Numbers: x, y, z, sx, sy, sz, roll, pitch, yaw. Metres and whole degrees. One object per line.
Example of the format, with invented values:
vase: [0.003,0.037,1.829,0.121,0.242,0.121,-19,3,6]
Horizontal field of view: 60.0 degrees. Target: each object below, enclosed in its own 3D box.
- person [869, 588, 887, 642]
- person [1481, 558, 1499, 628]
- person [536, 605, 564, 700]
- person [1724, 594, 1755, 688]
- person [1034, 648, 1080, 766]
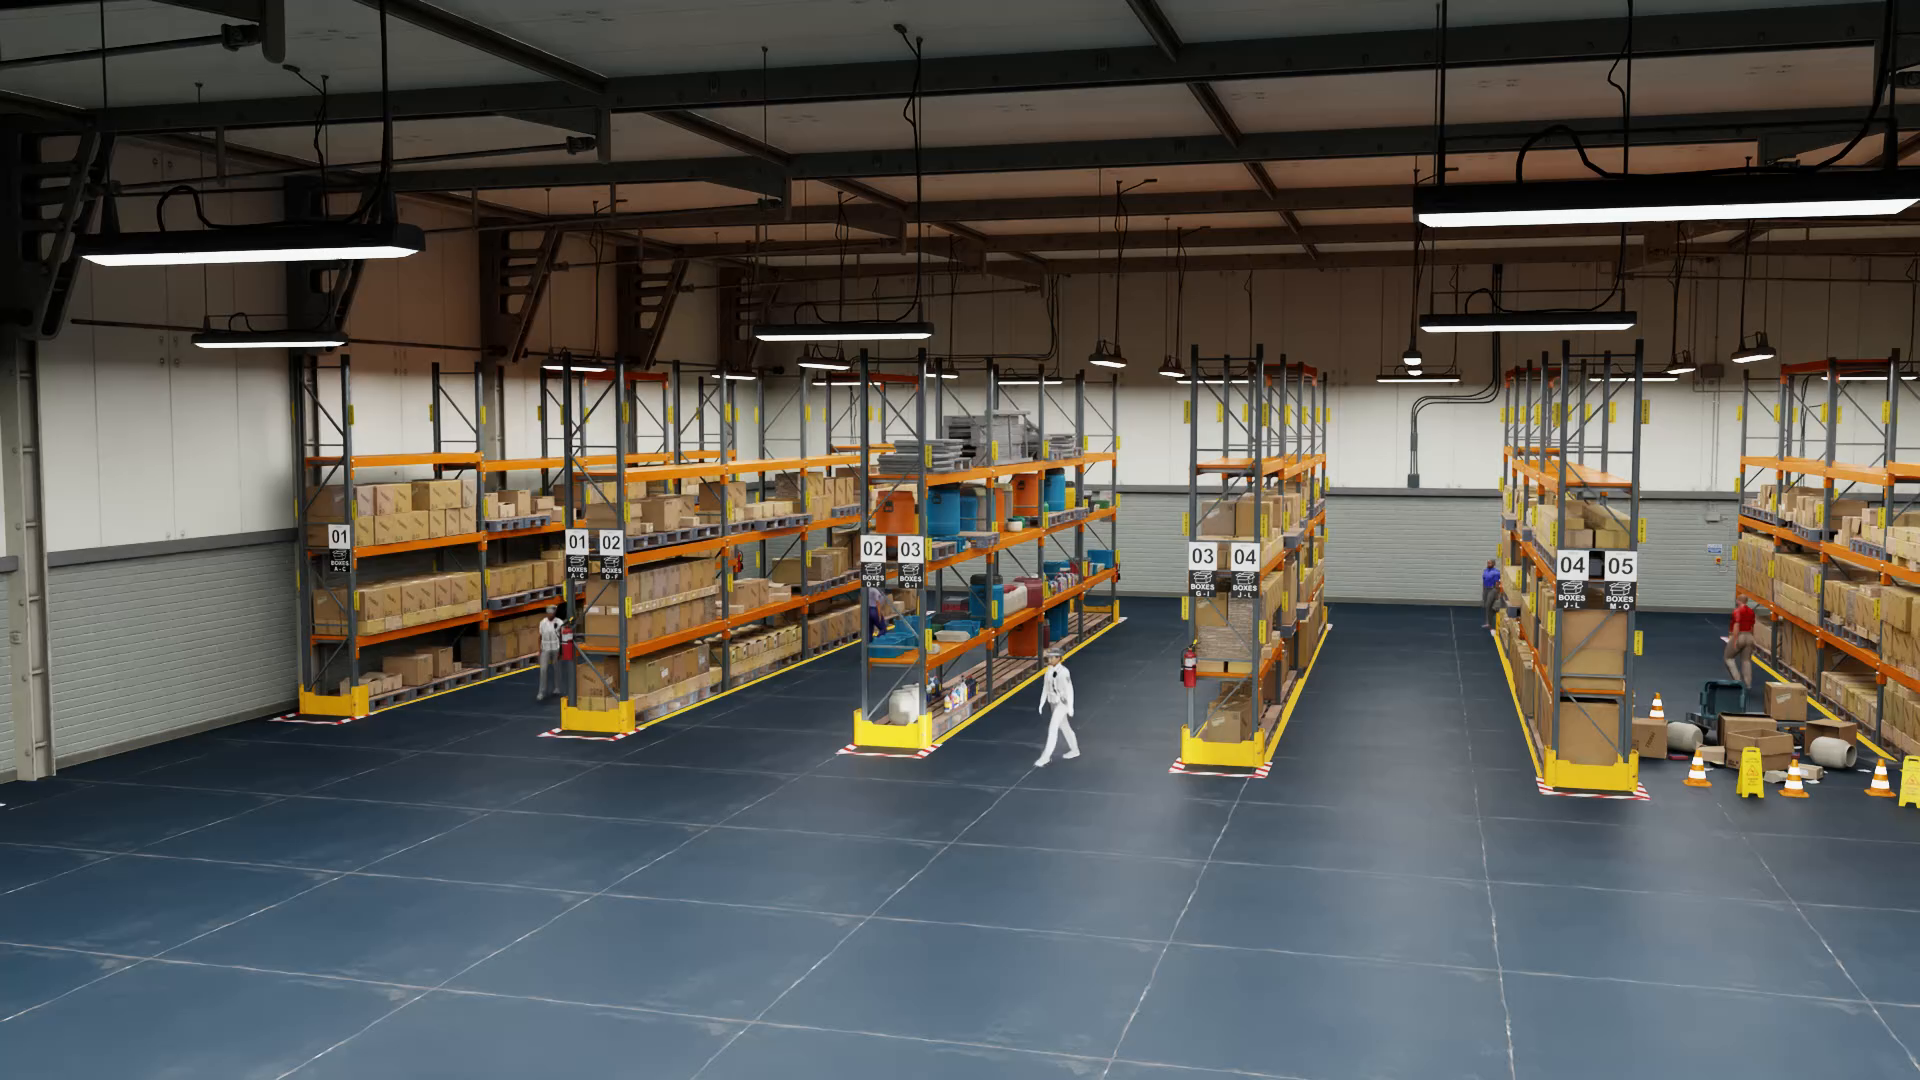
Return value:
person: [-1.799,1.596,34.696,0.537,1.690,0.408,4,6,44]
person: [12.536,1.233,39.148,0.689,1.634,0.454,-2,5,-22]
person: [-7.261,1.957,29.482,0.483,1.627,0.902,-1,4,-10]
person: [14.321,1.869,30.431,0.559,1.750,0.492,-1,4,-13]
person: [1.370,2.366,23.969,0.870,1.632,0.511,-2,5,-25]
